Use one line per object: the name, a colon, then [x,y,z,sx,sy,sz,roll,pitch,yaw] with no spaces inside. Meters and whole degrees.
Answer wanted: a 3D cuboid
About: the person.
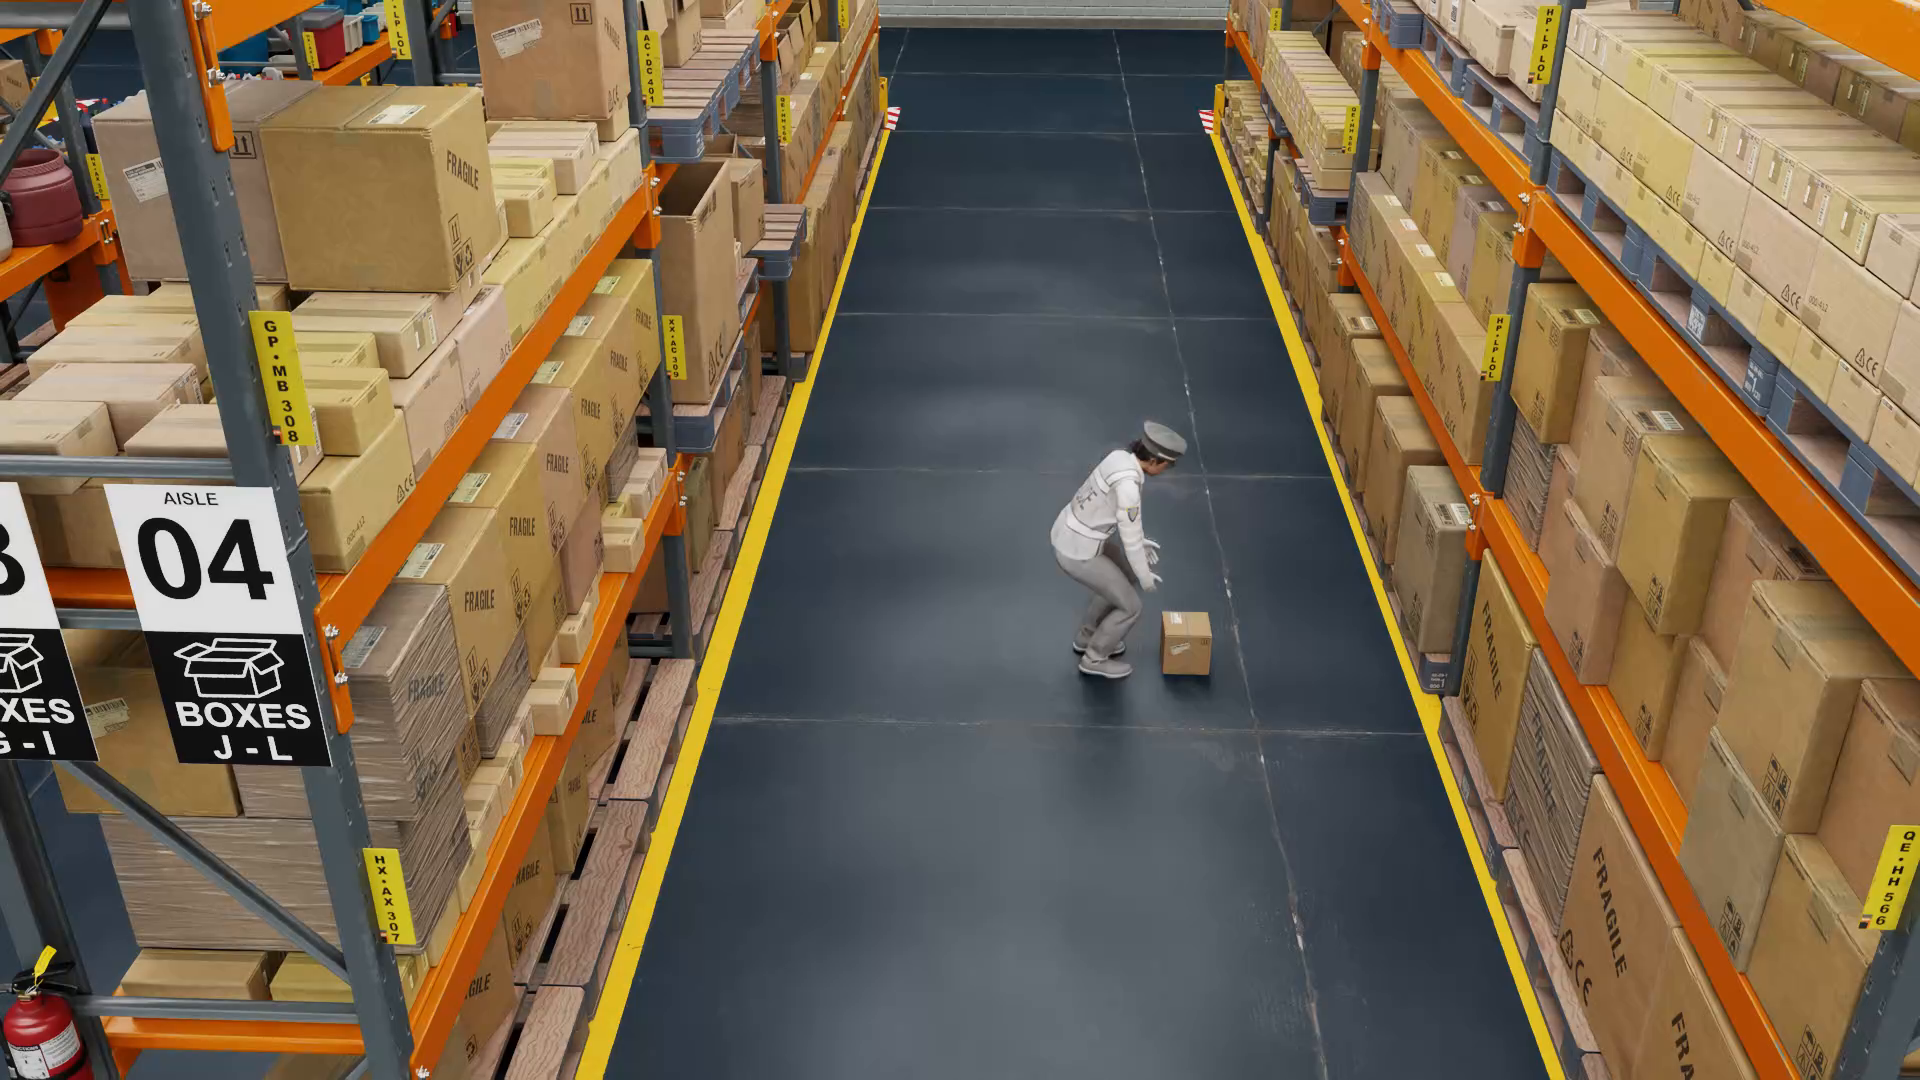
person: [0.833,0.012,8.812,0.675,1.333,0.445,1,28,2]
